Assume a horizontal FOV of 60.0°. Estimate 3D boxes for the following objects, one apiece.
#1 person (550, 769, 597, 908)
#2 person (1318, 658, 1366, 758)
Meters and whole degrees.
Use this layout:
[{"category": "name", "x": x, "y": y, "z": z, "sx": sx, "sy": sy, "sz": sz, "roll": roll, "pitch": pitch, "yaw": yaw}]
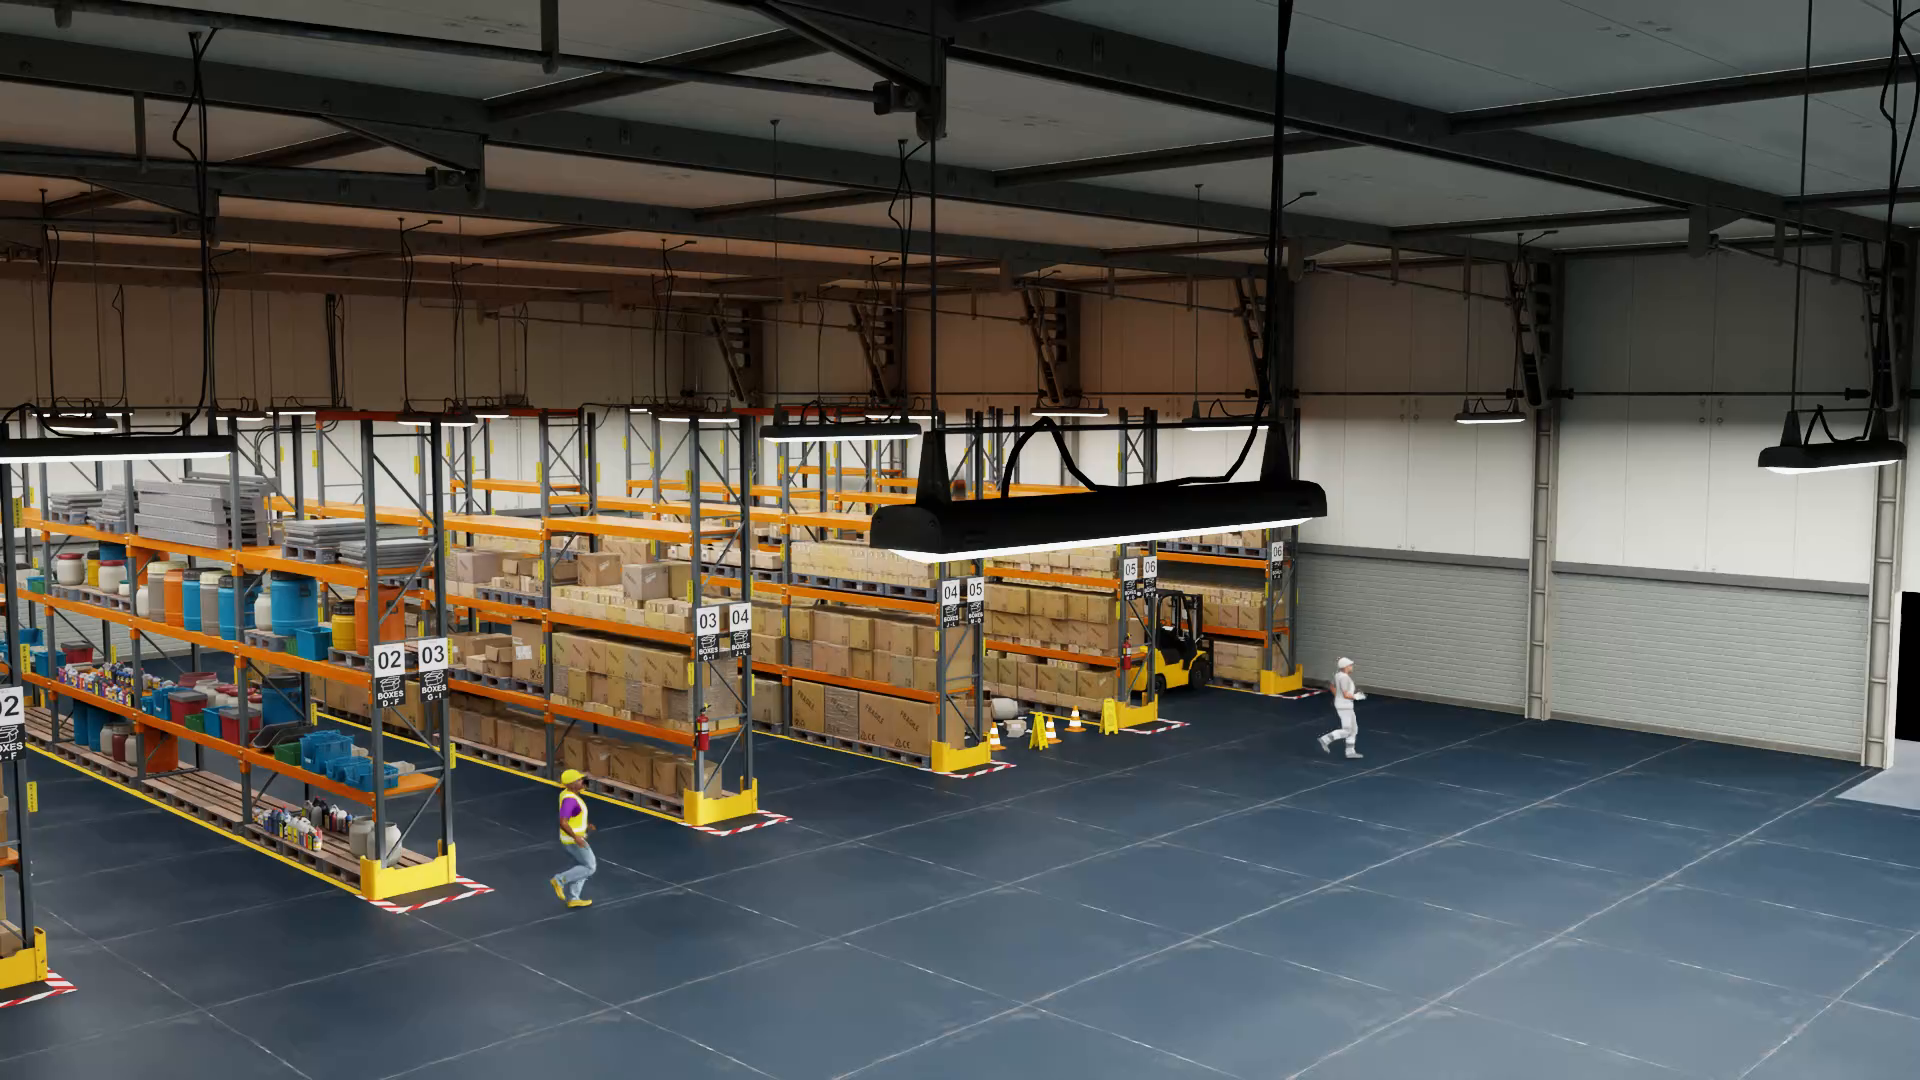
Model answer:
[{"category": "person", "x": -4.757, "y": 3.667, "z": 20.447, "sx": 0.593, "sy": 1.720, "sz": 0.710, "roll": -2, "pitch": 5, "yaw": -18}, {"category": "person", "x": 6.602, "y": 2.906, "z": 28.752, "sx": 0.779, "sy": 1.758, "sz": 0.657, "roll": 0, "pitch": 5, "yaw": 5}]
